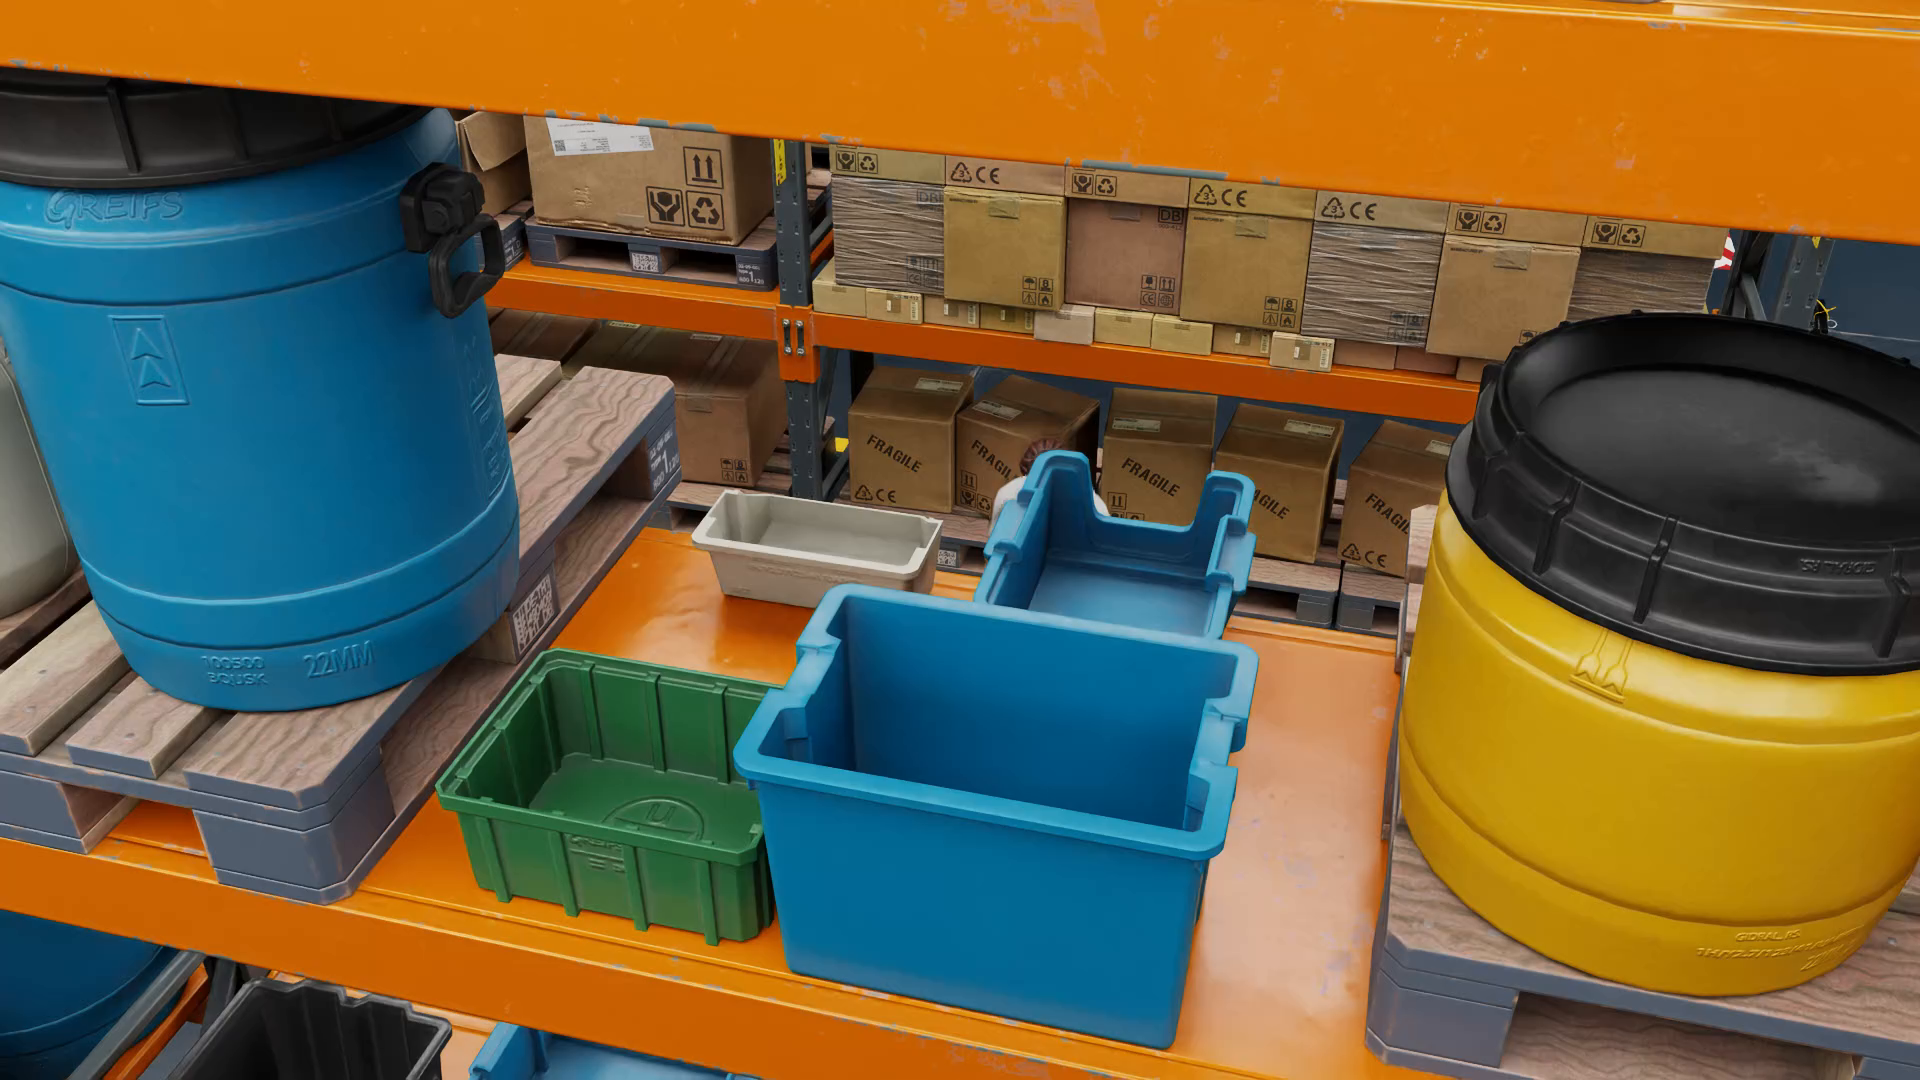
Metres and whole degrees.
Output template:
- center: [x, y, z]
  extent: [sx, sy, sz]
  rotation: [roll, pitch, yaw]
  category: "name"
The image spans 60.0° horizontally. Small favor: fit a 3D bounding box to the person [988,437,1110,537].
- center: [0.322, 0.304, 6.215]
  extent: [0.458, 1.637, 0.370]
  rotation: [9, 34, 14]
  category: "person"
